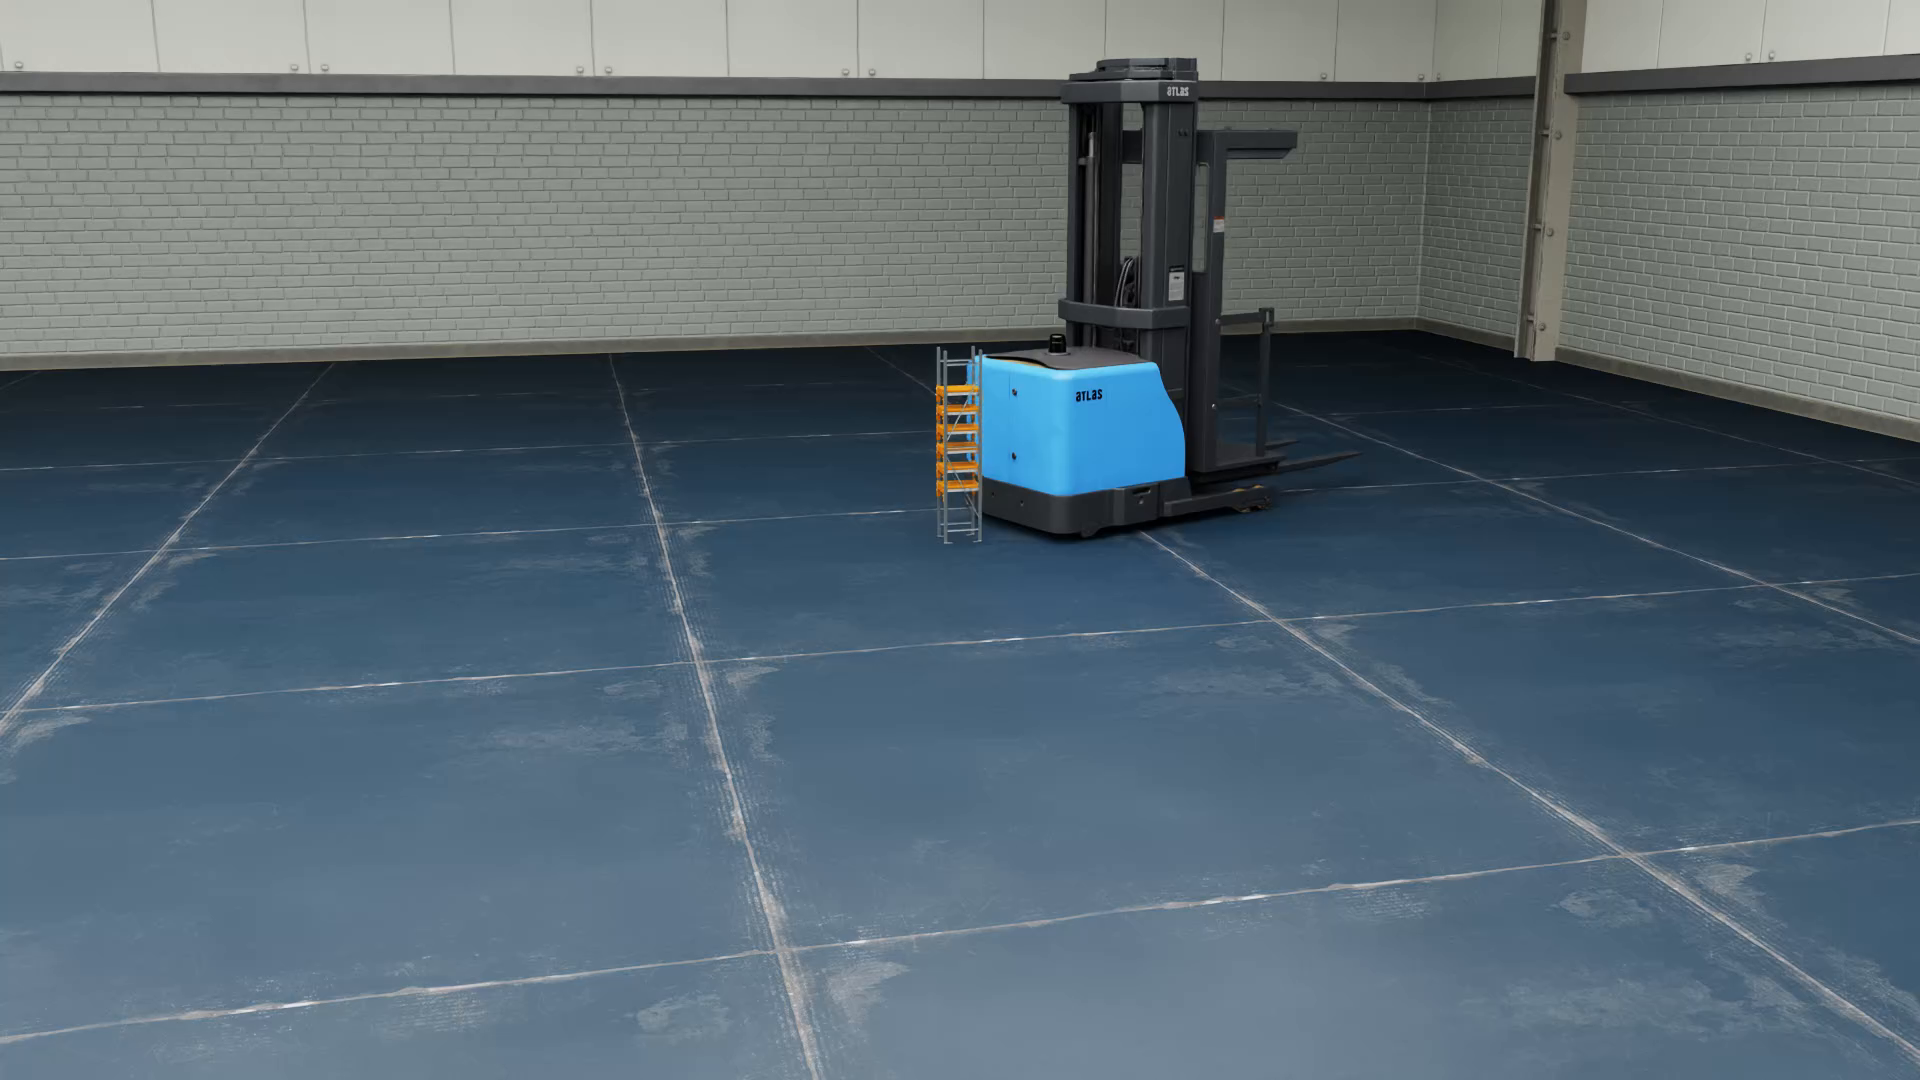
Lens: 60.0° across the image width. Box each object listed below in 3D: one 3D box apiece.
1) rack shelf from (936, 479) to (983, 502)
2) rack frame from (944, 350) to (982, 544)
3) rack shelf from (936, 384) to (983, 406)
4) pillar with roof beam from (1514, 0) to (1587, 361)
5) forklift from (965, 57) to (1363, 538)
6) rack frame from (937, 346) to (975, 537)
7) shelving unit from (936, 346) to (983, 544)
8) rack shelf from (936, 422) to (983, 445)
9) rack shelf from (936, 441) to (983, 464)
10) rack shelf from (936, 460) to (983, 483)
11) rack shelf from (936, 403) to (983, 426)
[{"bbox_3d":[-0.003,-0.310,10.366,0.258,0.103,0.180,-3,14,-13],"label":"rack shelf"},{"bbox_3d":[0.018,-0.565,10.212,0.240,1.200,0.006,-3,14,-13],"label":"rack frame"},{"bbox_3d":[-0.003,-0.893,10.223,0.258,0.103,0.180,-3,14,-13],"label":"rack shelf"},{"bbox_3d":[2.332,-6.186,16.787,9.100,9.000,0.400,-3,14,-13],"label":"pillar with roof beam"},{"bbox_3d":[1.519,-1.694,11.183,3.031,2.935,1.130,-10,17,-35],"label":"forklift"},{"bbox_3d":[-0.025,-0.607,10.385,0.240,1.200,0.006,-3,14,-13],"label":"rack frame"},{"bbox_3d":[-0.003,-0.586,10.298,0.258,1.200,0.189,-3,14,-13],"label":"shelving unit"},{"bbox_3d":[-0.003,-0.660,10.280,0.258,0.103,0.180,-3,14,-13],"label":"rack shelf"},{"bbox_3d":[-0.003,-0.543,10.309,0.258,0.103,0.180,-3,14,-13],"label":"rack shelf"},{"bbox_3d":[-0.003,-0.426,10.337,0.258,0.103,0.180,-3,14,-13],"label":"rack shelf"},{"bbox_3d":[-0.003,-0.776,10.252,0.258,0.103,0.180,-3,14,-13],"label":"rack shelf"}]
